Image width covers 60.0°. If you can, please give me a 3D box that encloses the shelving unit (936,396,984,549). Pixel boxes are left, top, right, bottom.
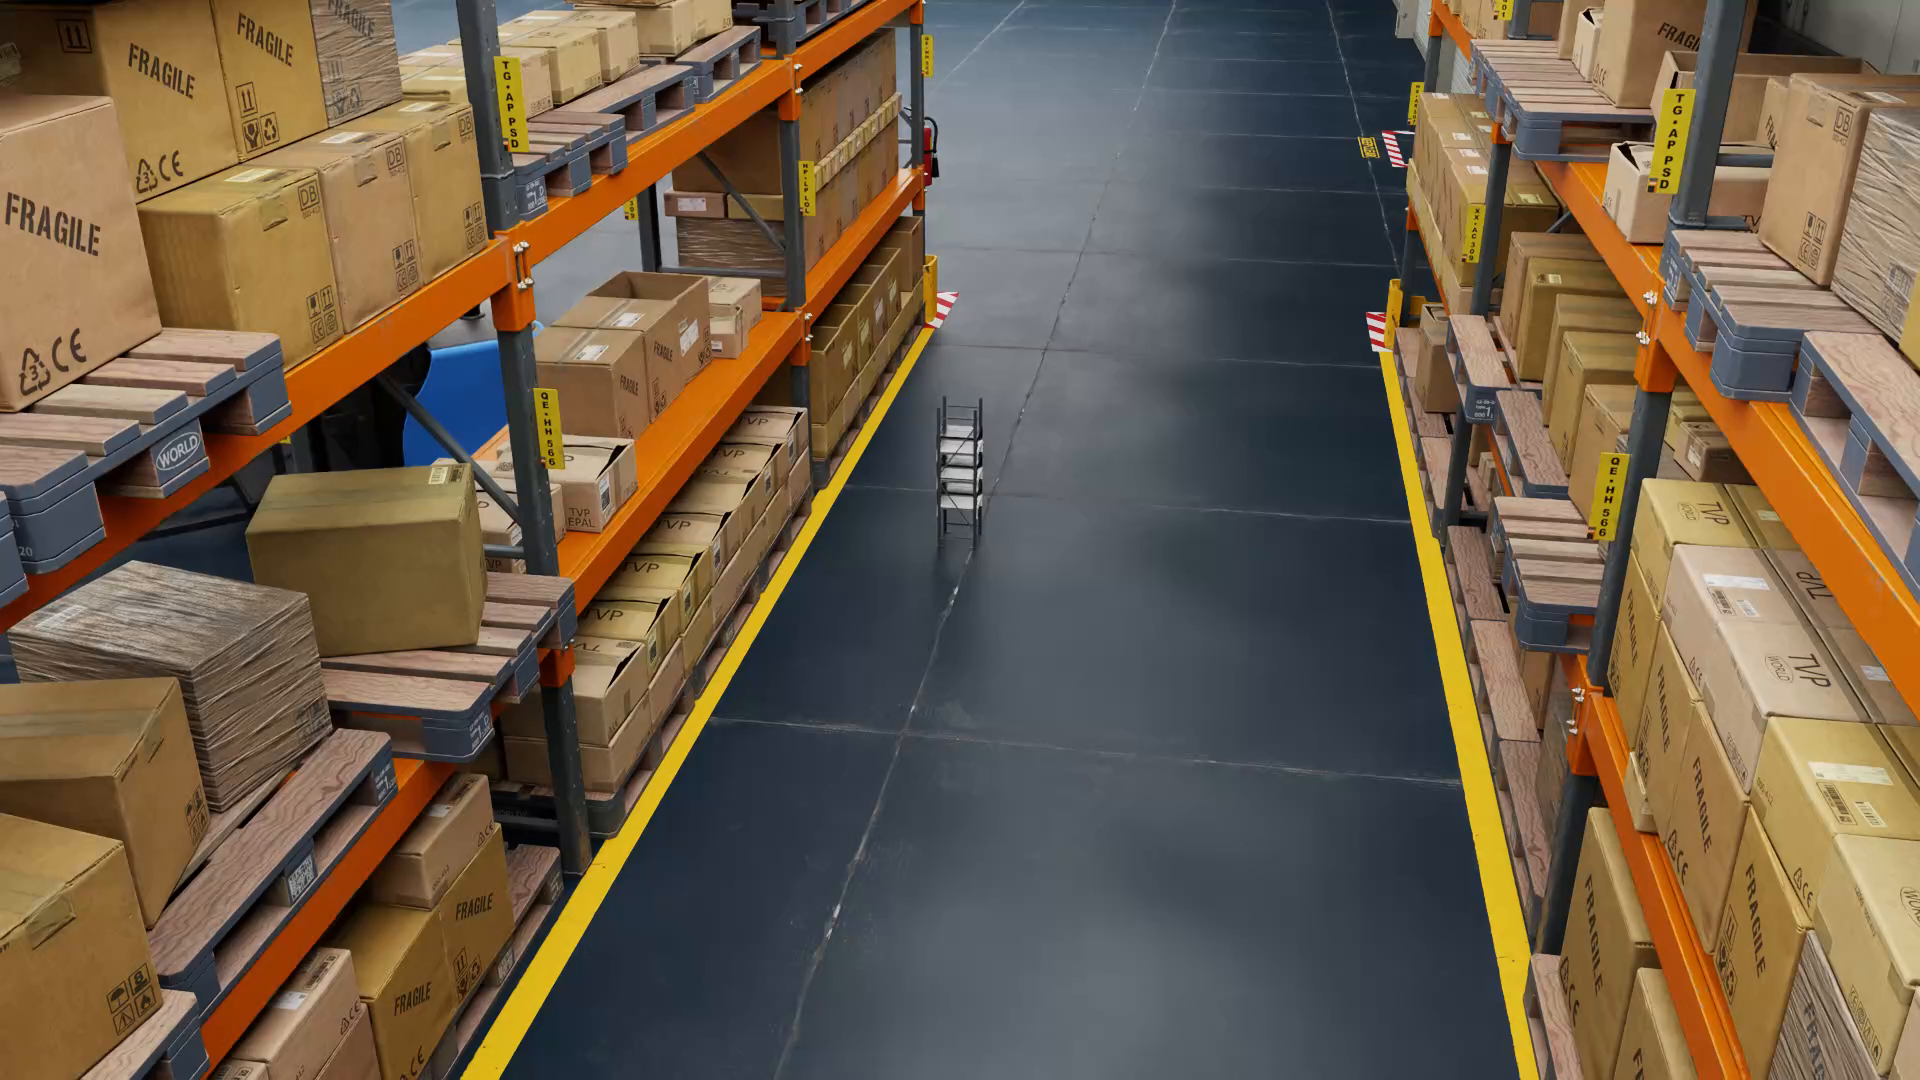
[{"bbox_3d":[-0.001,-0.404,10.052,0.258,0.900,0.210,4,25,9],"label":"shelving unit"}]

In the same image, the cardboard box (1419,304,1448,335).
[{"bbox_3d":[3.888,-1.670,12.931,0.500,0.311,0.500,1,25,3],"label":"cardboard box"}]

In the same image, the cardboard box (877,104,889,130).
[{"bbox_3d":[-0.755,-3.262,12.798,0.380,0.149,0.250,4,25,8],"label":"cardboard box"}]

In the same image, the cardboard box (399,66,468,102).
[{"bbox_3d":[-2.087,-1.641,6.362,0.500,0.250,0.500,2,25,5],"label":"cardboard box"}]

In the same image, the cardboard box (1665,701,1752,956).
[{"bbox_3d":[2.274,0.797,4.517,0.500,0.500,0.500,4,25,8],"label":"cardboard box"}]

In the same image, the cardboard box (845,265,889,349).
[{"bbox_3d":[-0.824,-1.724,12.259,0.500,0.500,0.500,4,25,9],"label":"cardboard box"}]

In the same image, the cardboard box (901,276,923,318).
[{"bbox_3d":[-0.594,-2.013,13.760,0.500,0.250,0.500,4,25,9],"label":"cardboard box"}]

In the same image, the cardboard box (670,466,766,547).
[{"bbox_3d":[-1.398,-0.223,9.275,0.500,0.311,0.500,4,25,8],"label":"cardboard box"}]

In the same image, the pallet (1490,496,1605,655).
[{"bbox_3d":[2.794,0.156,6.604,1.213,0.211,1.003,4,25,9],"label":"pallet"}]

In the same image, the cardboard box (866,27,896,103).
[{"bbox_3d":[-0.895,-3.729,13.031,0.700,0.500,0.500,4,25,9],"label":"cardboard box"}]

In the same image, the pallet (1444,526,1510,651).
[{"bbox_3d":[3.310,0.290,9.381,1.003,0.211,1.213,4,25,9],"label":"pallet"}]

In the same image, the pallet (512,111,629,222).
[{"bbox_3d":[-2.082,-1.530,6.665,1.213,0.211,1.003,5,26,11],"label":"pallet"}]

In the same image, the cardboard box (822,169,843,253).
[{"bbox_3d":[-1.220,-2.302,11.511,0.700,0.500,0.500,4,25,9],"label":"cardboard box"}]

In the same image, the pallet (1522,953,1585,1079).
[{"bbox_3d":[2.579,1.962,5.809,1.003,0.211,1.213,4,25,9],"label":"pallet"}]

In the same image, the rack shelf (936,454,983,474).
[{"bbox_3d":[-0.001,-0.455,10.028,0.258,0.077,0.200,4,25,9],"label":"rack shelf"}]

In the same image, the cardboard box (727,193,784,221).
[{"bbox_3d":[-1.216,-2.078,10.268,0.380,0.149,0.250,4,25,8],"label":"cardboard box"}]

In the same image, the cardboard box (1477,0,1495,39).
[{"bbox_3d":[3.370,-3.150,9.762,0.500,0.500,0.500,2,25,4],"label":"cardboard box"}]

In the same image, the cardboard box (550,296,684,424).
[{"bbox_3d":[-1.761,-0.935,8.592,0.500,0.500,0.500,4,25,9],"label":"cardboard box"}]

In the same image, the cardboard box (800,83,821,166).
[{"bbox_3d":[-1.304,-2.670,10.768,0.700,0.500,0.500,4,25,8],"label":"cardboard box"}]

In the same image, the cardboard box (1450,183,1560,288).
[{"bbox_3d":[3.208,-1.798,9.822,0.500,0.500,0.500,4,25,8],"label":"cardboard box"}]

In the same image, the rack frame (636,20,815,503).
[{"bbox_3d":[-1.452,-1.640,10.215,1.000,3.000,0.127,4,25,9],"label":"rack frame"}]

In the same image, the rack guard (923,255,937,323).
[{"bbox_3d":[-0.794,-2.191,14.341,1.175,0.500,0.348,4,25,9],"label":"rack guard"}]

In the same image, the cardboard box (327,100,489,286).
[{"bbox_3d":[-2.143,-1.186,5.589,0.910,0.500,0.500,4,25,9],"label":"cardboard box"}]

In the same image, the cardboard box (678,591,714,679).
[{"bbox_3d":[-1.570,0.461,8.474,0.500,0.250,0.500,3,25,7],"label":"cardboard box"}]

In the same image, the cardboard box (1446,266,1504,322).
[{"bbox_3d":[3.215,-1.458,9.981,0.500,0.250,0.500,4,25,9],"label":"cardboard box"}]

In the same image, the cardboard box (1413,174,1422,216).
[{"bbox_3d":[3.626,-2.512,12.232,0.500,0.250,0.500,3,25,7],"label":"cardboard box"}]

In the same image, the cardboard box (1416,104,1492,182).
[{"bbox_3d":[3.625,-2.867,12.106,0.500,0.500,0.500,4,25,9],"label":"cardboard box"}]

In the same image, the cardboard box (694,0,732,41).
[{"bbox_3d":[-1.562,-2.864,8.973,0.500,0.250,0.500,7,26,14],"label":"cardboard box"}]

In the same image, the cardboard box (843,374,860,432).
[{"bbox_3d":[-0.990,-0.966,11.525,0.500,0.250,0.500,4,25,9],"label":"cardboard box"}]

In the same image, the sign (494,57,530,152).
[{"bbox_3d":[-1.570,-1.521,5.814,0.100,0.325,0.005,4,25,9],"label":"sign"}]

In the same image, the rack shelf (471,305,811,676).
[{"bbox_3d":[-1.778,-0.478,8.581,1.077,0.370,4.000,4,25,9],"label":"rack shelf"}]

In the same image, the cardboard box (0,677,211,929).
[{"bbox_3d":[-2.531,0.727,4.545,0.700,0.500,0.500,-2,25,-5],"label":"cardboard box"}]

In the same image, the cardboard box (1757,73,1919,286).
[{"bbox_3d":[2.761,-1.025,4.727,0.700,0.500,0.500,2,25,4],"label":"cardboard box"}]

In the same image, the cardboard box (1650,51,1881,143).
[{"bbox_3d":[3.086,-1.575,6.394,0.797,0.503,0.637,8,26,16],"label":"cardboard box"}]

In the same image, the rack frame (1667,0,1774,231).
[{"bbox_3d":[2.782,-2.342,4.639,1.000,3.000,0.127,4,25,9],"label":"rack frame"}]

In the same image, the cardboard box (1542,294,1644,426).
[{"bbox_3d":[3.144,-0.822,7.830,0.700,0.500,0.500,8,26,16],"label":"cardboard box"}]

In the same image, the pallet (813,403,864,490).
[{"bbox_3d":[-1.280,-0.707,11.511,1.003,0.211,1.213,4,25,9],"label":"pallet"}]

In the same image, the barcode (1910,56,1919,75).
[{"bbox_3d":[3.471,-1.718,6.041,0.001,0.075,0.075,4,25,9],"label":"barcode"}]

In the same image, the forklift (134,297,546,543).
[{"bbox_3d":[-4.100,-1.522,10.045,3.031,2.935,1.130,-15,29,-29],"label":"forklift"}]

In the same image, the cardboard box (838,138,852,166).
[{"bbox_3d":[-0.967,-2.726,11.653,0.380,0.149,0.250,4,25,8],"label":"cardboard box"}]

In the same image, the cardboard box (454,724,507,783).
[{"bbox_3d":[-2.260,0.851,7.641,0.500,0.250,0.500,5,25,10],"label":"cardboard box"}]

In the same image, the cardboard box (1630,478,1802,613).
[{"bbox_3d":[2.449,0.030,5.271,0.500,0.250,0.500,5,25,10],"label":"cardboard box"}]

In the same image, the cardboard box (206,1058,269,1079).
[{"bbox_3d":[-2.276,1.696,4.634,0.500,0.250,0.500,4,25,9],"label":"cardboard box"}]

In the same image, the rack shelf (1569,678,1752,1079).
[{"bbox_3d":[2.456,1.537,4.277,1.077,0.370,4.000,4,25,9],"label":"rack shelf"}]

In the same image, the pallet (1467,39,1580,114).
[{"bbox_3d":[3.230,-2.321,8.353,1.213,0.211,1.003,4,25,9],"label":"pallet"}]

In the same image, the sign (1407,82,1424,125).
[{"bbox_3d":[3.555,-3.401,12.956,0.100,0.325,0.005,4,25,9],"label":"sign"}]

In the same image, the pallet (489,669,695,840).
[{"bbox_3d":[-1.932,0.954,7.962,1.003,0.211,1.213,4,25,9],"label":"pallet"}]

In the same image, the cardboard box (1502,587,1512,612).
[{"bbox_3d":[3.297,0.163,8.793,0.700,0.500,0.500,4,25,7],"label":"cardboard box"}]
